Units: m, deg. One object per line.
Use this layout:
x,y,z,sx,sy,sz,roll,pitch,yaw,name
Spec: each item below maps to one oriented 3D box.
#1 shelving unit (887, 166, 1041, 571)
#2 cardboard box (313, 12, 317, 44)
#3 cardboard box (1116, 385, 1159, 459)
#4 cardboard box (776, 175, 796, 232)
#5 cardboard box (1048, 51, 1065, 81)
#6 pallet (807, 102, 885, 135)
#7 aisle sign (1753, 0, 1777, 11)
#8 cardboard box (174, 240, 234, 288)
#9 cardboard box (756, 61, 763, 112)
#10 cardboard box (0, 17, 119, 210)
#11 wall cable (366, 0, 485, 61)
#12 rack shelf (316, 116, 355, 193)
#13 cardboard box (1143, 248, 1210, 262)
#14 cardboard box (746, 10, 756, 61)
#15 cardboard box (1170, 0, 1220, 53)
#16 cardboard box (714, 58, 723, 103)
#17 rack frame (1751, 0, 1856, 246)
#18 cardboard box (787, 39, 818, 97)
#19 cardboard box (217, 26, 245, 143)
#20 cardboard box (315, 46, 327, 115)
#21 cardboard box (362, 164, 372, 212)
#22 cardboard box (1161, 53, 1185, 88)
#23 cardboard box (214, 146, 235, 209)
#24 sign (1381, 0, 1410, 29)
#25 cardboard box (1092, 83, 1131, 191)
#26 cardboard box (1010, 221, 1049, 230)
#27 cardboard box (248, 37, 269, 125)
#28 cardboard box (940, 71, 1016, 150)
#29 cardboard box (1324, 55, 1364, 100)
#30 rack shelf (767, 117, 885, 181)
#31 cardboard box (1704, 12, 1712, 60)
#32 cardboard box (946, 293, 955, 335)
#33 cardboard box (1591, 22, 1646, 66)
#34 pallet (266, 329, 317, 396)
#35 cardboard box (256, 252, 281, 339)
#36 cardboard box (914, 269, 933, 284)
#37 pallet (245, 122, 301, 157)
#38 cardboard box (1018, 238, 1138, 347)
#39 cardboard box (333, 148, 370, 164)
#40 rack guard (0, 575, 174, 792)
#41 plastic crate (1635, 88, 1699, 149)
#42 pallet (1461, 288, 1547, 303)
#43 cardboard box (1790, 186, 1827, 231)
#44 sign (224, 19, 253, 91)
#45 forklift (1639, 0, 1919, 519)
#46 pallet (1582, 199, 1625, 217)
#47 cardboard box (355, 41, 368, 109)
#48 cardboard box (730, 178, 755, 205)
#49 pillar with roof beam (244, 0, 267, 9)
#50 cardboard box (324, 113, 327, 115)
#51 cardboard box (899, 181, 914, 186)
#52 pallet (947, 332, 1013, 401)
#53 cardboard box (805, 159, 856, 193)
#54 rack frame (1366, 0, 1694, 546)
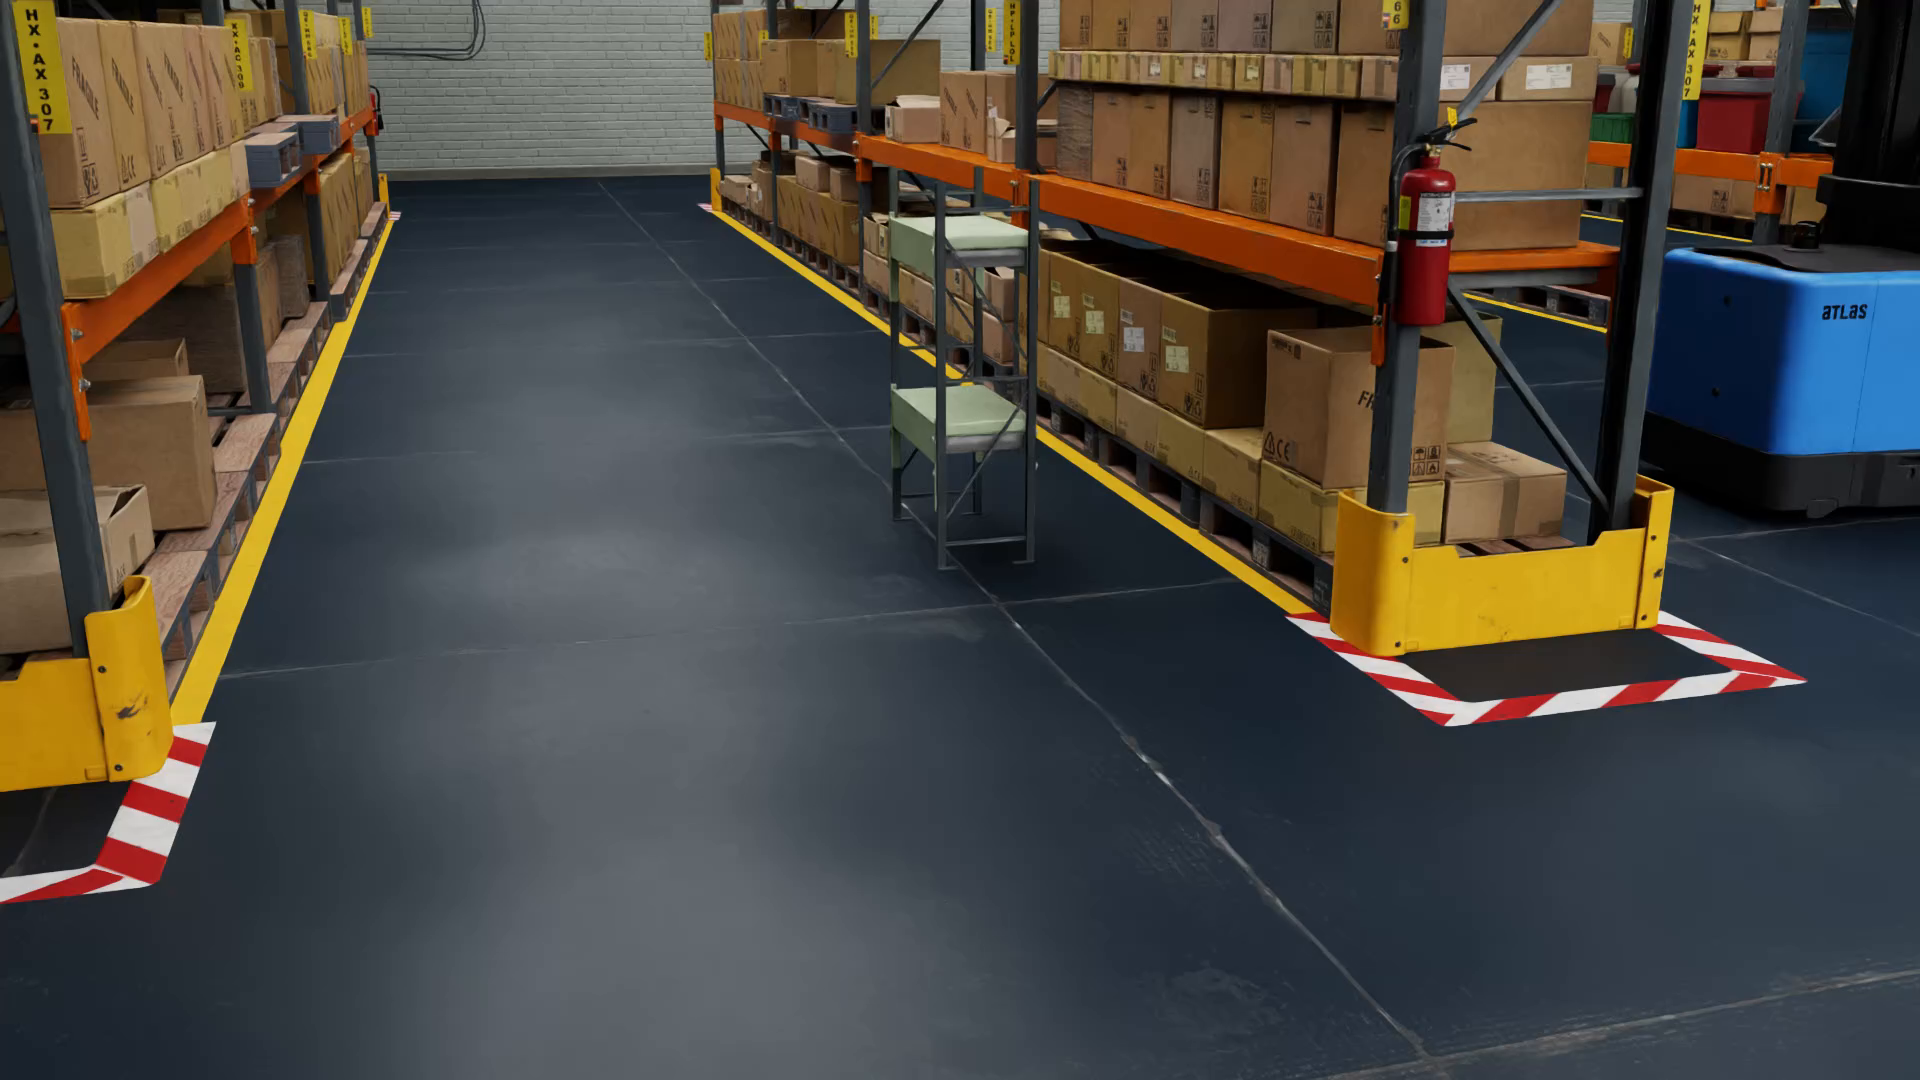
0.002,-0.716,6.730,0.431,1.500,0.755,-5,17,-15,shelving unit
-5.087,-3.811,12.397,0.500,0.250,0.500,-5,17,-16,cardboard box
1.044,-0.561,7.654,0.500,0.250,0.500,-5,17,-15,cardboard box
-1.500,-3.317,16.362,0.500,0.500,0.500,-6,18,-18,cardboard box
0.688,-2.513,8.802,0.380,0.149,0.250,-5,17,-15,cardboard box
-0.553,-3.440,13.525,1.213,0.211,1.003,-5,17,-15,pallet
11.516,-7.951,23.689,0.394,0.787,0.004,-5,17,-15,aisle sign
-4.305,-1.548,9.168,0.500,0.250,0.500,-5,17,-16,cardboard box
-1.783,-4.623,16.954,0.500,0.500,0.500,-4,17,-14,cardboard box
-2.705,-1.198,4.647,0.500,0.500,0.500,-5,17,-15,cardboard box
-8.471,-8.149,23.837,3.097,2.526,0.112,-5,17,-15,wall cable
-5.611,-3.166,13.530,1.077,0.370,4.000,-5,17,-15,rack shelf
1.264,-1.237,8.603,0.500,0.500,0.500,-5,17,-15,cardboard box
-1.930,-5.245,17.286,0.500,0.500,0.500,-5,17,-16,cardboard box
1.342,-2.375,7.214,0.700,0.500,0.500,-5,17,-15,cardboard box
-2.629,-5.468,19.766,0.500,0.500,0.500,-4,17,-14,cardboard box
5.564,-2.635,10.509,1.000,3.000,0.127,-5,17,-15,rack frame
-1.234,-4.372,15.389,0.700,0.500,0.500,-2,17,-6,cardboard box
-3.535,-2.042,7.458,0.500,0.500,0.500,-5,17,-15,cardboard box
-5.084,-3.458,12.524,0.500,0.500,0.500,-4,17,-13,cardboard box
-6.834,-3.850,18.172,0.700,0.500,0.500,-5,17,-15,cardboard box
1.117,-2.085,7.377,0.380,0.149,0.250,-5,17,-16,cardboard box
-3.411,-1.544,7.103,0.500,0.250,0.500,-5,17,-15,cardboard box
1.374,-1.766,5.194,0.100,0.325,0.005,-5,17,-15,sign
1.079,-2.024,8.303,0.700,0.500,0.500,-5,17,-16,cardboard box
0.366,-2.095,11.786,0.500,0.311,0.500,-5,17,-16,cardboard box
-4.559,-2.744,9.935,0.700,0.500,0.500,-5,17,-15,cardboard box
0.177,-2.935,11.337,0.500,0.500,0.500,-6,18,-18,cardboard box
1.538,-1.659,5.960,0.380,0.149,0.250,-4,17,-14,cardboard box
-0.849,-3.559,14.837,1.077,0.370,4.000,-5,17,-15,rack shelf
8.311,-5.591,18.434,0.797,0.503,0.637,-5,17,-17,cardboard box
0.129,-1.502,10.786,0.500,0.250,0.500,-4,17,-14,cardboard box
7.744,-5.775,19.403,0.500,0.500,0.500,-4,17,-14,cardboard box
-4.516,-1.069,10.144,1.003,0.211,1.213,-5,17,-15,pallet
-4.620,-1.489,10.277,0.700,0.500,0.500,-5,17,-16,cardboard box
-0.006,-1.907,11.162,0.500,0.311,0.500,-5,17,-16,cardboard box
-4.478,-2.322,9.800,1.003,0.211,1.213,-5,17,-15,pallet
0.626,-1.334,8.926,0.500,0.500,0.500,-5,17,-15,cardboard box
-6.690,-4.208,18.234,0.380,0.149,0.250,-4,17,-14,cardboard box
-2.884,0.431,4.647,1.175,0.500,0.348,-5,17,-15,rack guard
4.961,-2.907,11.445,0.392,0.384,0.575,-5,17,-15,plastic crate
4.640,-2.188,13.870,1.003,0.211,1.213,-5,17,-15,pallet
9.057,-3.509,16.382,1.225,0.875,0.875,-6,18,-18,cardboard box
-3.442,-2.311,7.927,0.100,0.325,0.005,-5,17,-15,sign
4.834,-1.690,7.483,3.031,2.935,1.130,-3,17,-11,forklift
7.994,-4.120,20.301,1.003,0.211,1.213,-5,17,-15,pallet
-6.899,-4.974,17.774,0.980,0.700,0.700,-5,17,-16,cardboard box
-2.346,-4.008,19.095,0.500,0.250,0.500,-5,17,-15,cardboard box
-4.694,-9.063,21.480,9.100,9.000,0.400,-5,17,-15,pillar with roof beam
-5.488,-3.527,13.883,0.380,0.149,0.250,-5,17,-17,cardboard box
-0.722,-3.080,15.573,0.500,0.500,0.500,-4,17,-15,cardboard box
0.560,-1.109,10.278,1.003,0.211,1.213,-5,17,-15,pallet
-1.087,-3.261,14.872,0.500,0.250,0.500,-5,17,-16,cardboard box
1.899,-1.138,5.525,1.000,3.000,0.127,-5,17,-15,rack frame
